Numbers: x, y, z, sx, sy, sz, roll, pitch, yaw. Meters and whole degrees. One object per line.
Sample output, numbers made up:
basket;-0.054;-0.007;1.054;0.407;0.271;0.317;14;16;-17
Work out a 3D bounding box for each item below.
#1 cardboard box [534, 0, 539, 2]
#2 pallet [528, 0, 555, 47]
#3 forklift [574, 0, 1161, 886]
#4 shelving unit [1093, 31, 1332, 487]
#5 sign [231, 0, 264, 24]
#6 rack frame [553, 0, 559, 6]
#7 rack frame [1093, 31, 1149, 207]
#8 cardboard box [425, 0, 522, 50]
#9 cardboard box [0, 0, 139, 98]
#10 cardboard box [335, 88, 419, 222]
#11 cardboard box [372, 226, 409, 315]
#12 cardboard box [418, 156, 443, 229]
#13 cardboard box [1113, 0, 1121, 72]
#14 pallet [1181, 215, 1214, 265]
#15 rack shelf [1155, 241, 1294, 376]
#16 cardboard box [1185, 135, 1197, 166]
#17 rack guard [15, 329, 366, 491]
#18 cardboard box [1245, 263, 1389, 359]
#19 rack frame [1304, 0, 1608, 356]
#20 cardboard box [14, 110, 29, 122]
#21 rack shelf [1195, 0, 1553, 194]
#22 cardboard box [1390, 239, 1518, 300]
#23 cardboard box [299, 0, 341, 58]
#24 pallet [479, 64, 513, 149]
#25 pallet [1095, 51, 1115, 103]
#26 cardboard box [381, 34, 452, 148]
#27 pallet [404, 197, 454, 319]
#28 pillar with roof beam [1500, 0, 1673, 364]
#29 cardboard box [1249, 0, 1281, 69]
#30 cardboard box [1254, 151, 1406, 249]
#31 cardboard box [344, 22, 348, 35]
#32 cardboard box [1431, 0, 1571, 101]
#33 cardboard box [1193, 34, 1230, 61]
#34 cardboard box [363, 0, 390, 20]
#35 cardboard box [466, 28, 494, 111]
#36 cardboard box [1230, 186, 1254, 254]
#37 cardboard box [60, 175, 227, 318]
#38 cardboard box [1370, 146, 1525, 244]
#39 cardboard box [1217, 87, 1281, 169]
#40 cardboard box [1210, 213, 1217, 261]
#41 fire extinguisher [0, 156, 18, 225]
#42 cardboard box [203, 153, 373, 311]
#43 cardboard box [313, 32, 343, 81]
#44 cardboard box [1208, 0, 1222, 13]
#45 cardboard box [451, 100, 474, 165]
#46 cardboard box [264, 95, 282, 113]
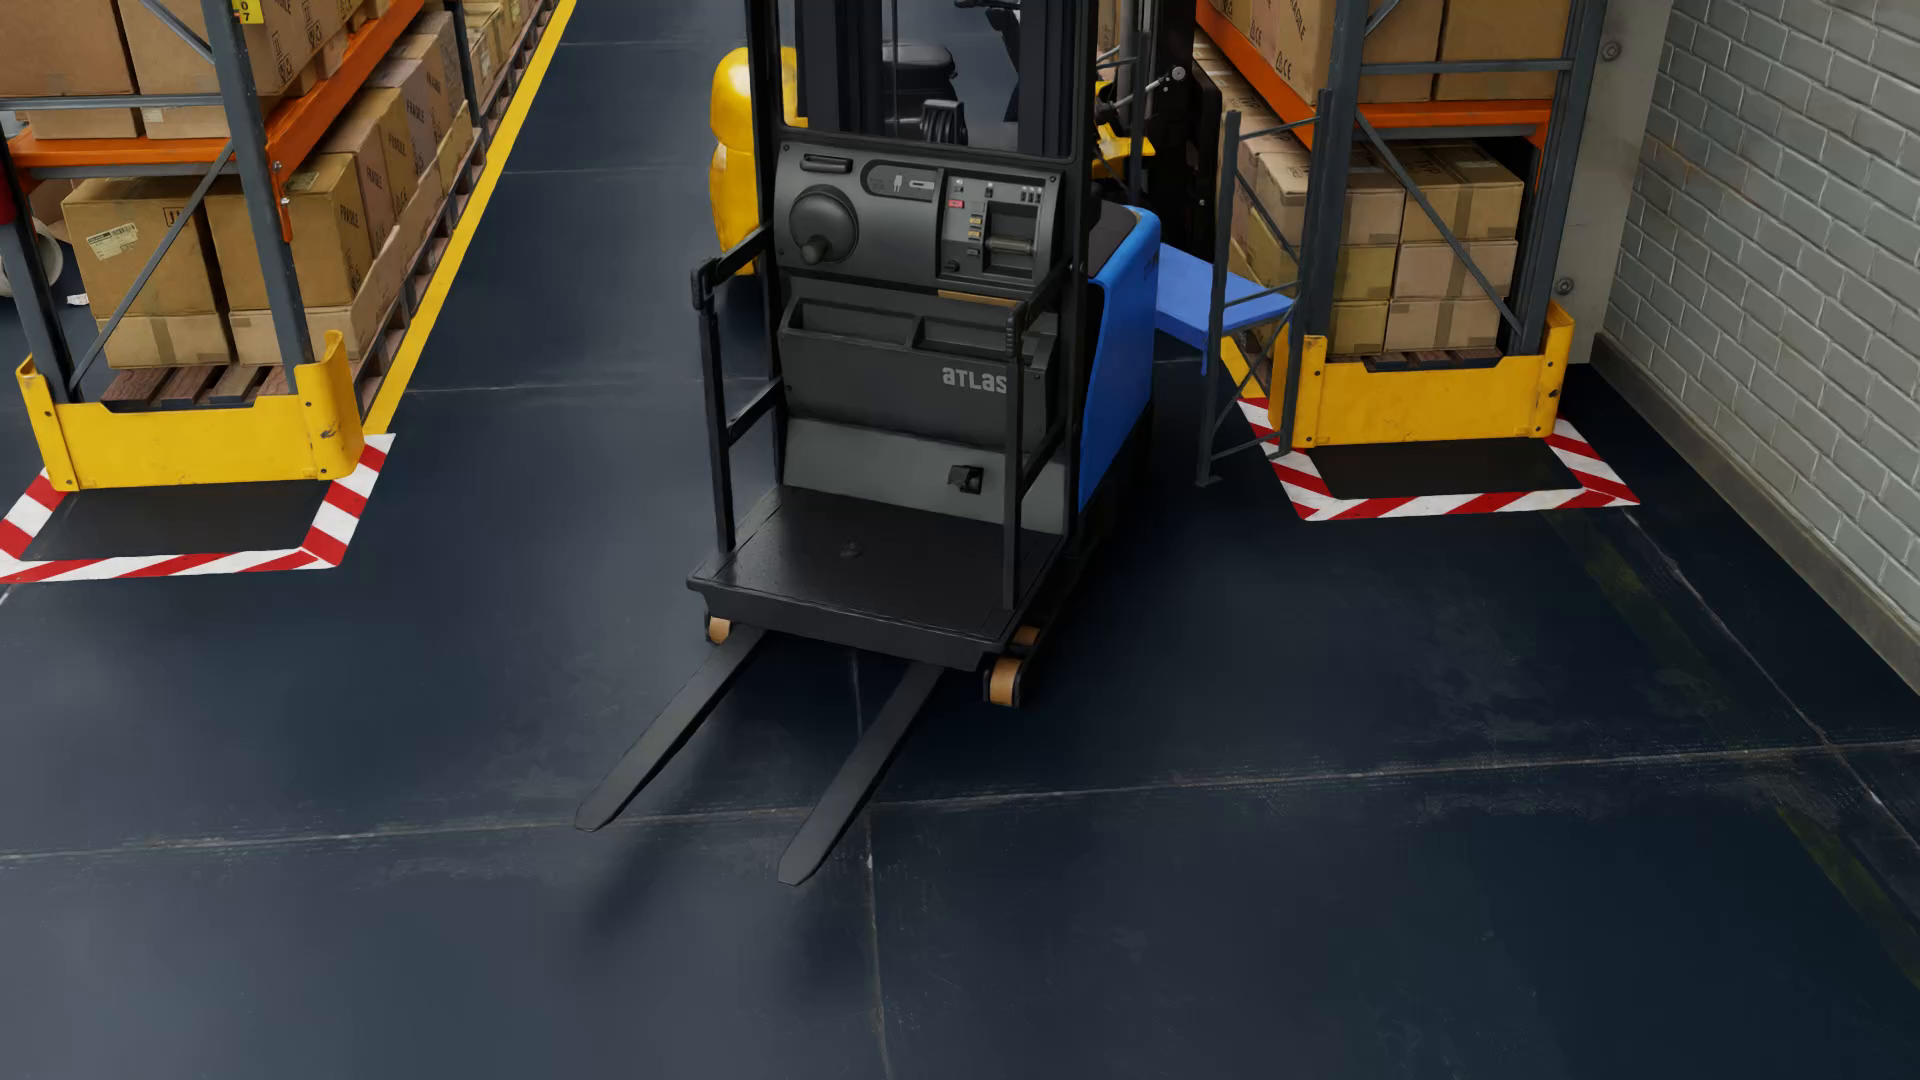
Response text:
cardboard box;-3.738;-4.402;12.847;0.950;0.372;0.625;-5;31;-8
pallet;-3.709;-4.042;12.812;1.003;0.211;1.213;-3;31;-5
forklift;-0.215;-0.958;4.996;1.130;2.935;3.031;11;32;17
shelving unit;0.855;-1.147;6.708;0.538;1.500;1.048;-20;36;-30
sign;-2.493;-1.952;5.748;0.100;0.325;0.005;-3;31;-5
rack frame;-3.781;-5.638;12.765;1.000;3.000;0.127;-3;31;-5
rack frame;0.561;-1.360;7.064;0.500;1.500;0.032;-20;36;-30
cardboard box;-3.596;-3.638;11.568;0.950;0.372;0.625;-2;31;-3
cardboard box;-3.358;-1.988;6.266;0.500;0.500;0.500;-3;31;-5
cardboard box;-2.928;-1.836;7.939;0.500;0.500;0.500;-2;31;-4
cardboard box;-2.873;-1.240;7.672;0.500;0.250;0.500;-2;31;-3
cardboard box;-2.981;-1.776;8.570;0.500;0.250;0.500;-2;31;-4
cardboard box;1.475;-3.263;10.693;0.875;0.625;0.625;-1;31;-2
pallet;1.685;-1.606;8.734;1.003;0.211;1.213;-3;31;-5
rack shelf;0.855;-0.993;6.800;0.538;0.185;1.000;-20;36;-30
cardboard box;1.403;-2.016;8.485;0.500;0.250;0.500;-3;31;-5
rack guard;-3.040;-0.520;6.632;1.175;0.500;0.348;-3;31;-5
cardboard box;1.550;-1.018;7.301;0.500;0.250;0.500;-3;31;-4
rack frame;1.909;-1.794;6.328;1.000;3.000;0.127;-3;31;-5
cardboard box;-5.176;-2.748;9.624;0.500;0.500;0.500;-3;31;-5
rack shelf;1.722;-2.506;8.222;1.077;0.370;4.000;-3;31;-5
cardboard box;2.071;-1.258;7.216;0.500;0.250;0.500;-2;31;-4
cardboard box;-2.853;-2.244;6.694;0.500;0.500;0.500;-2;31;-3
pallet;-3.481;-2.796;10.726;1.003;0.211;1.213;-3;31;-5
pallet;1.427;-3.013;11.088;1.003;0.211;1.213;-3;31;-5
cardboard box;-3.035;-2.369;8.832;0.500;0.500;0.500;-2;31;-4
pallet;-3.192;-1.434;8.444;1.003;0.211;1.213;-3;31;-5
pillar with roof beam;-1.545;-4.562;5.112;9.100;9.000;0.400;-3;31;-5
cardboard box;1.562;-2.341;7.146;0.500;0.500;0.500;-2;31;-3
cardboard box;1.555;-1.443;7.037;0.500;0.250;0.500;-2;31;-3
cardboard box;-2.961;-2.291;7.406;0.380;0.149;0.250;-2;31;-3
cardboard box;2.139;-2.103;6.748;0.500;0.500;0.500;-2;31;-3
cardboard box;1.363;-2.488;8.787;0.500;0.250;0.500;-2;31;-3
cardboard box;-2.921;-2.559;7.853;0.380;0.149;0.250;-2;31;-4
cardboard box;-3.458;-2.916;10.360;0.950;0.372;0.625;-2;31;-4
cardboard box;1.516;-1.498;7.618;0.500;0.250;0.500;-3;31;-5
cardboard box;-3.368;-1.272;6.995;0.500;0.500;0.500;-3;31;-4
cardboard box;2.052;-1.477;7.095;0.500;0.250;0.500;-3;31;-5
cardboard box;1.444;-1.960;7.904;0.500;0.250;0.500;-2;31;-4
cardboard box;1.475;-1.528;8.156;0.500;0.250;0.500;-2;31;-4
fire extinguisher;-3.481;-1.440;5.812;0.296;0.674;0.183;-3;31;-5
cardboard box;-2.836;-1.313;7.064;0.500;0.500;0.500;-4;31;-6
cardboard box;-2.818;-2.029;6.966;0.380;0.149;0.250;-2;31;-4
cardboard box;1.456;-2.858;8.013;0.500;0.500;0.500;-3;31;-4
cardboard box;-3.084;-2.307;9.459;0.500;0.250;0.500;-1;31;-2
cardboard box;-2.897;-1.758;6.513;0.380;0.149;0.250;-2;31;-4
